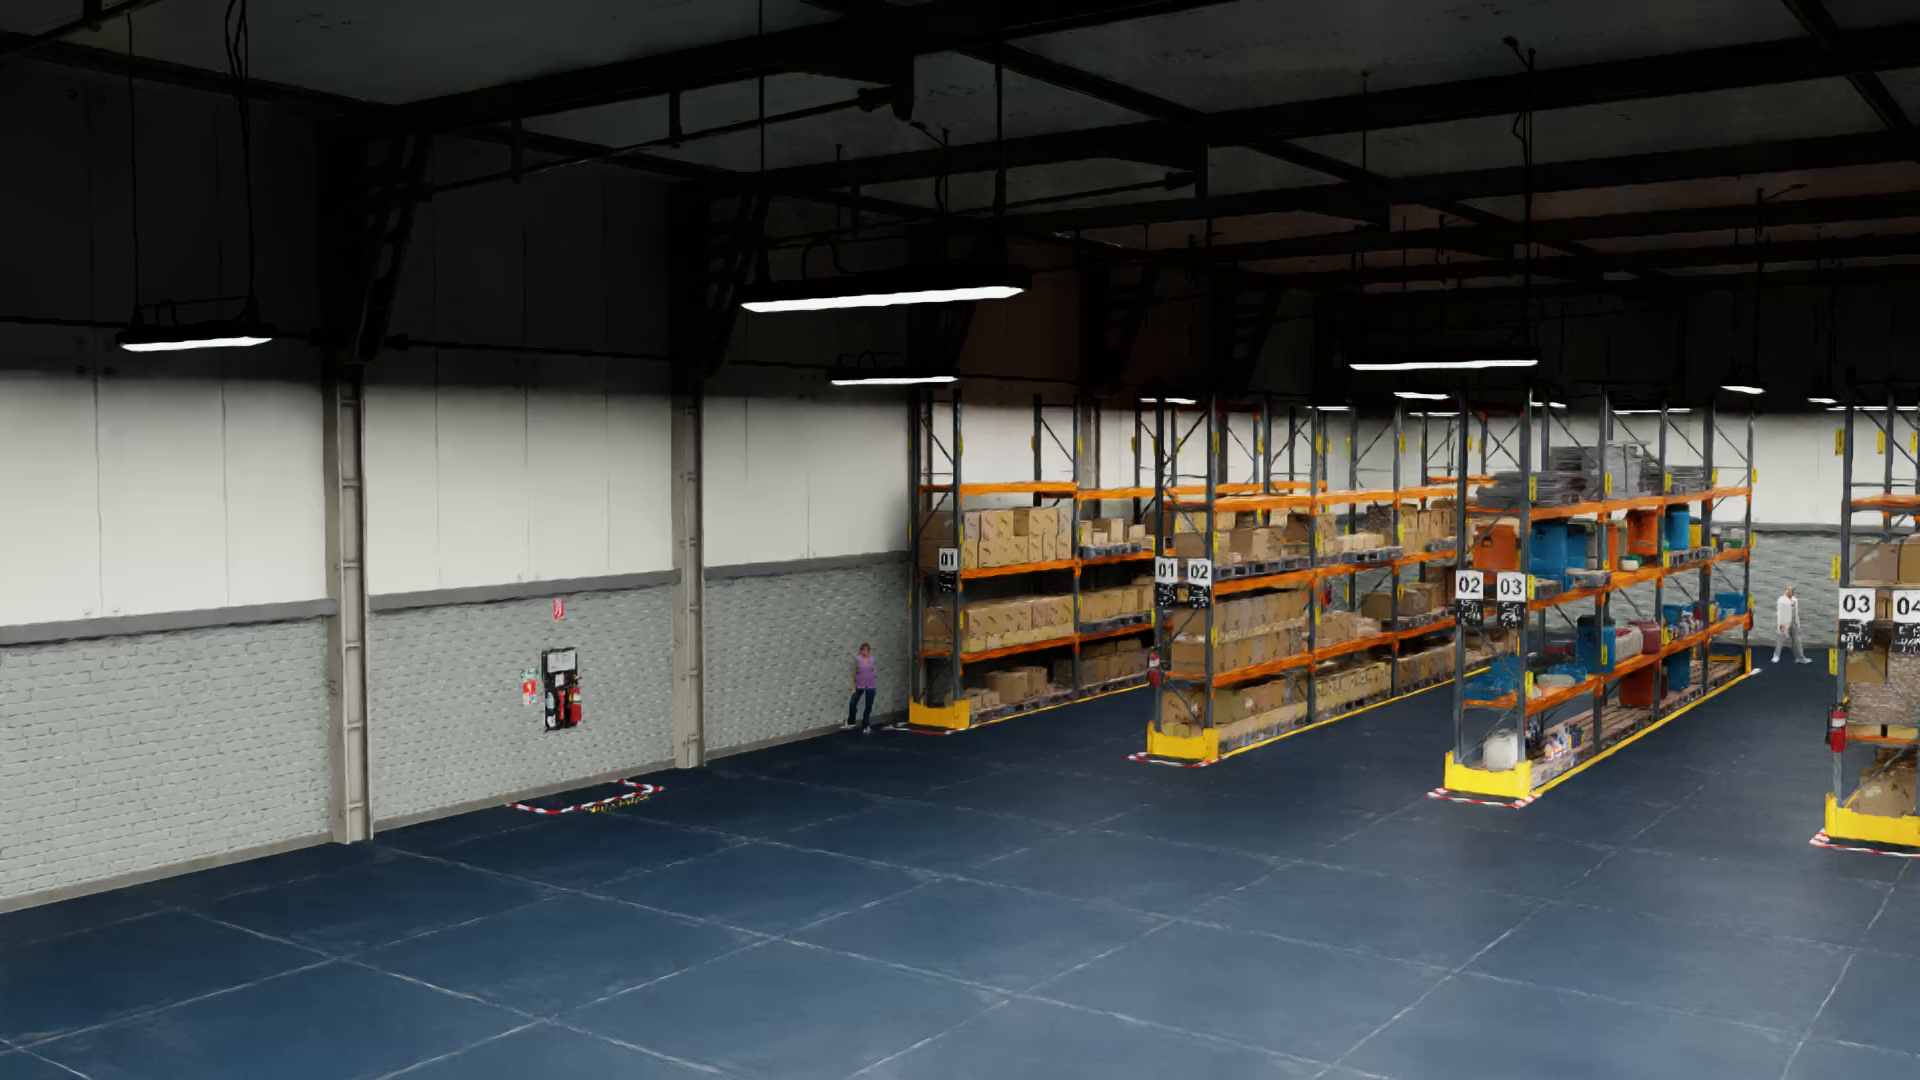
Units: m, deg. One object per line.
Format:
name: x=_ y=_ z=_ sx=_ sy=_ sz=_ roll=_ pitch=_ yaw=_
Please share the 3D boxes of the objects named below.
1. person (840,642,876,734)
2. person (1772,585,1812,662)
person: x=-1.772 y=2.564 z=28.915 sx=0.600 sy=1.589 sz=0.465 roll=-1 pitch=3 yaw=-11
person: x=19.082 y=1.923 z=38.217 sx=0.778 sy=1.768 sz=0.614 roll=-1 pitch=3 yaw=-15
